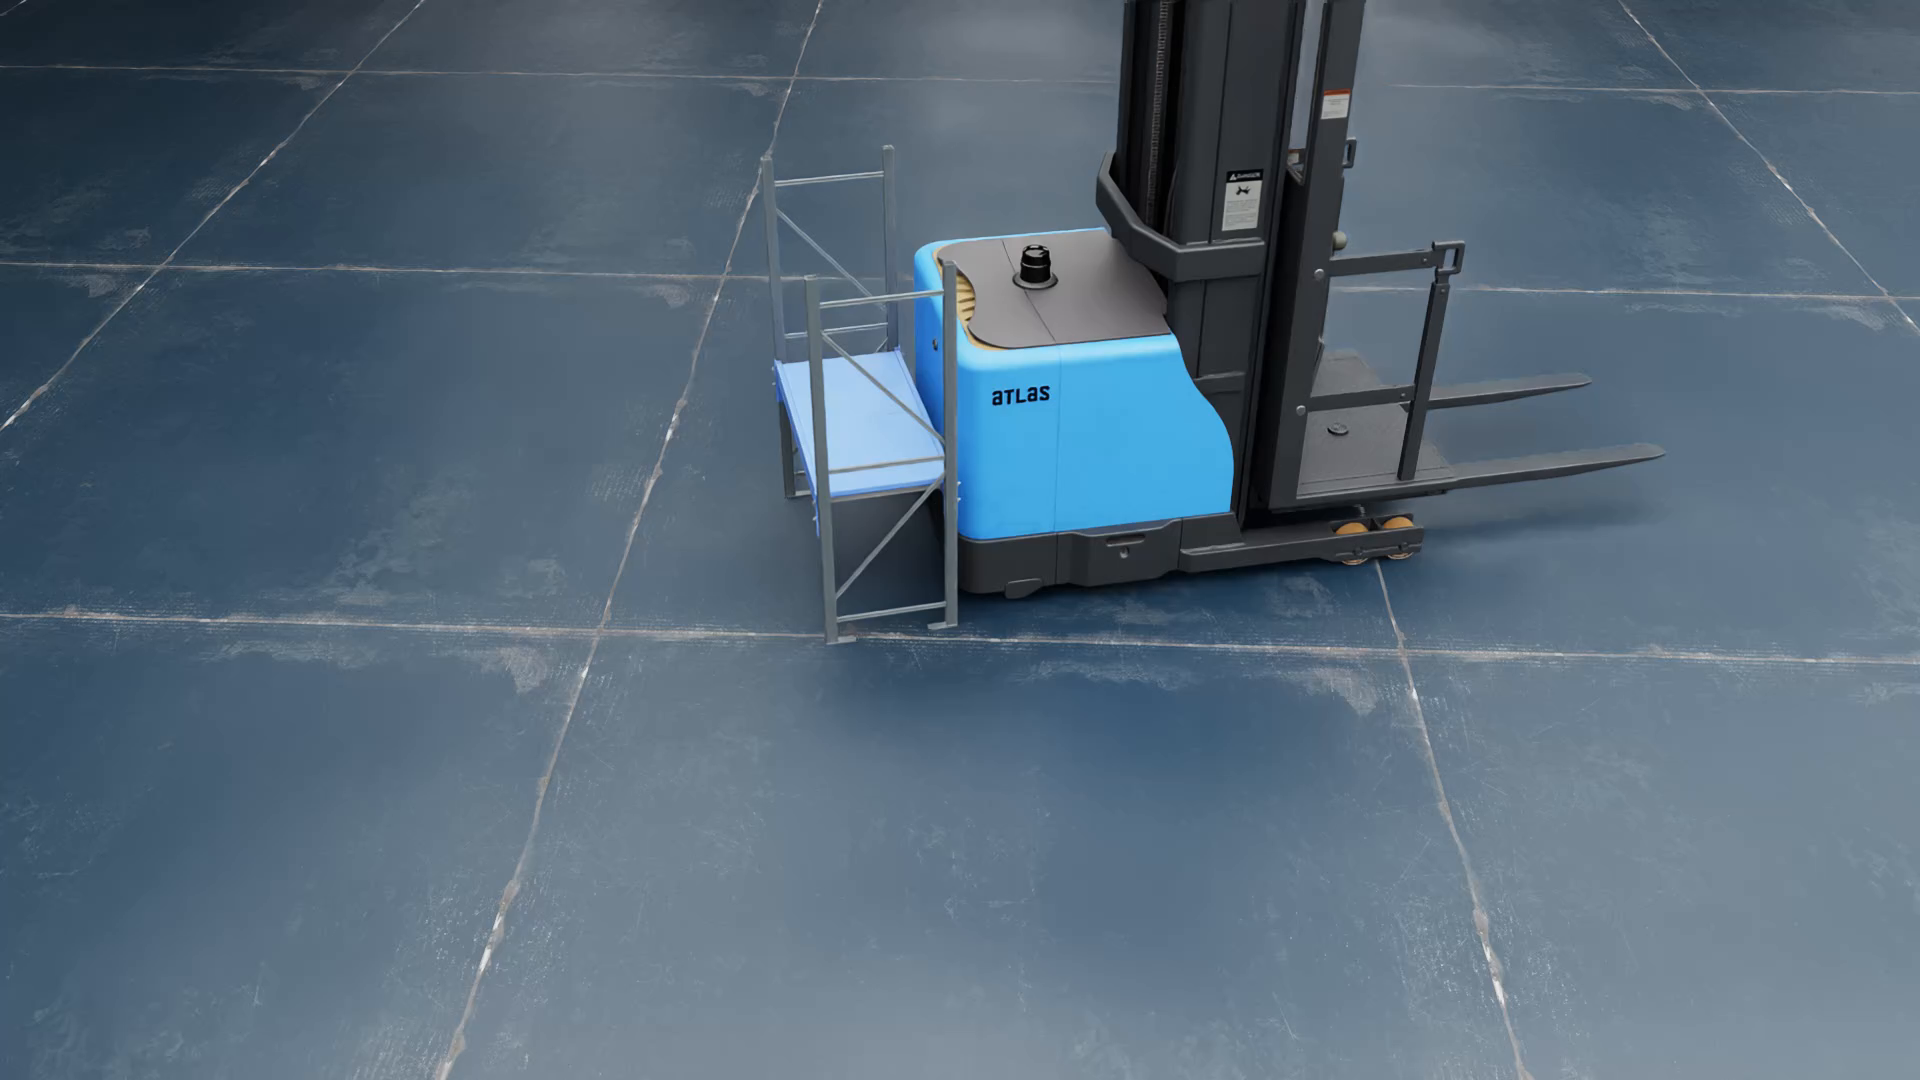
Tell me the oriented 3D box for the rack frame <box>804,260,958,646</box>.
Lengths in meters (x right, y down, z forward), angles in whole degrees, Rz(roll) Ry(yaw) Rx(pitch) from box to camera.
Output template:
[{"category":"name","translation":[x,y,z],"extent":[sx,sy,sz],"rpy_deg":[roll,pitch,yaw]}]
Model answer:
[{"category":"rack frame","translation":[-0.256,-0.261,5.817],"extent":[0.500,1.500,0.032],"rpy_deg":[-8,36,-11]}]

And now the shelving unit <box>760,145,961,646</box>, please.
[{"category":"shelving unit","translation":[-0.375,-0.545,6.221],"extent":[0.538,1.500,1.048],"rpy_deg":[-8,36,-11]}]

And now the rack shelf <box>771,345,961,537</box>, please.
[{"category":"rack shelf","translation":[-0.375,-0.398,6.325],"extent":[0.538,0.185,1.000],"rpy_deg":[-8,36,-11]}]

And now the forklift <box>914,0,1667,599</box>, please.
[{"category":"forklift","translation":[1.374,-1.392,6.181],"extent":[3.031,2.935,1.130],"rpy_deg":[-7,36,-9]}]

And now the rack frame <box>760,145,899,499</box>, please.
[{"category":"rack frame","translation":[-0.494,-0.829,6.626],"extent":[0.500,1.500,0.032],"rpy_deg":[-8,36,-11]}]
